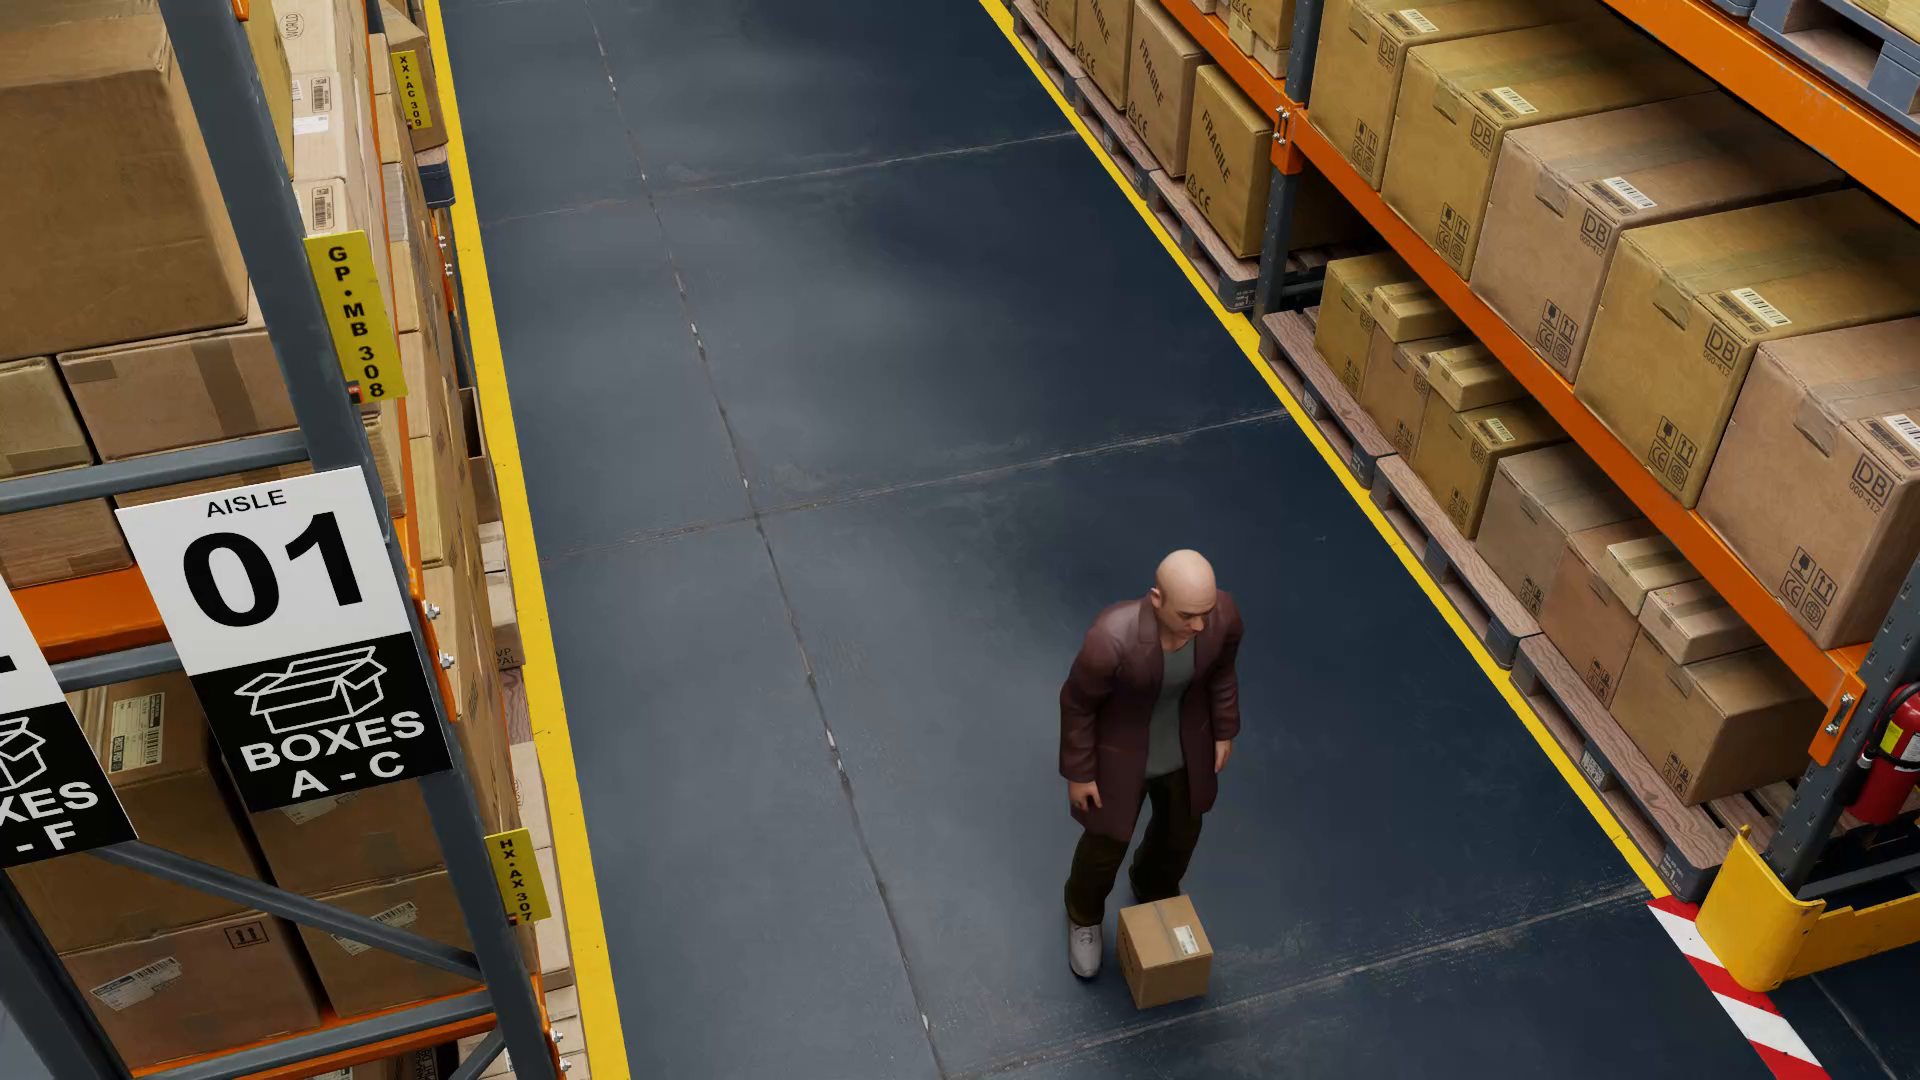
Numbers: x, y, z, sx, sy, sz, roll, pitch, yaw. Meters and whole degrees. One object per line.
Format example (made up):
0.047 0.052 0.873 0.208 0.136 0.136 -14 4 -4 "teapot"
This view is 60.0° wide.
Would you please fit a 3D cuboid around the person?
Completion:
0.619 0.691 5.395 0.638 1.772 0.428 -13 43 -15 "person"
